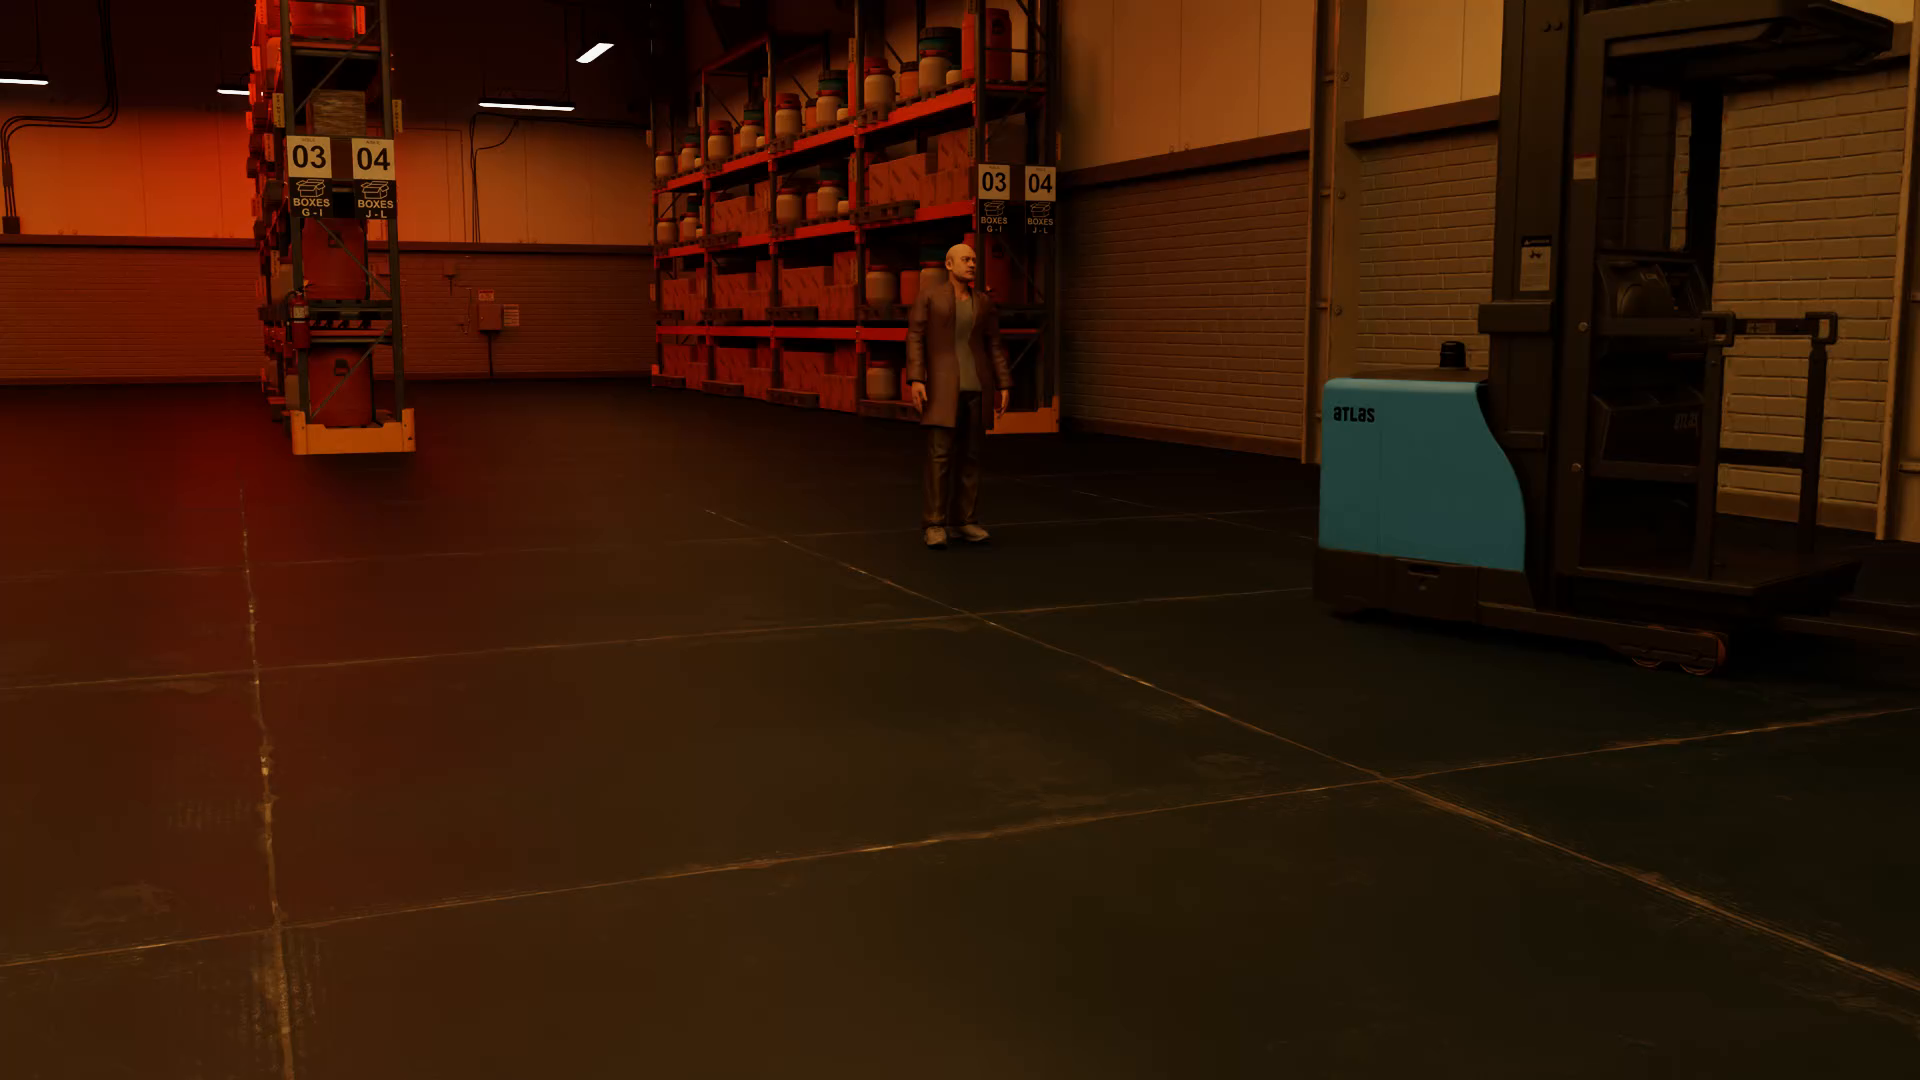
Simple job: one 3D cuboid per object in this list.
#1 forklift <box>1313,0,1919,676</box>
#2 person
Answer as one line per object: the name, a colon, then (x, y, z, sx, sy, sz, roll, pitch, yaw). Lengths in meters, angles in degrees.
forklift: (2.981, -1.017, 6.650, 1.130, 2.935, 3.031, -7, 10, -42)
person: (0.033, -0.878, 9.952, 0.698, 1.777, 0.579, -3, 8, -23)
